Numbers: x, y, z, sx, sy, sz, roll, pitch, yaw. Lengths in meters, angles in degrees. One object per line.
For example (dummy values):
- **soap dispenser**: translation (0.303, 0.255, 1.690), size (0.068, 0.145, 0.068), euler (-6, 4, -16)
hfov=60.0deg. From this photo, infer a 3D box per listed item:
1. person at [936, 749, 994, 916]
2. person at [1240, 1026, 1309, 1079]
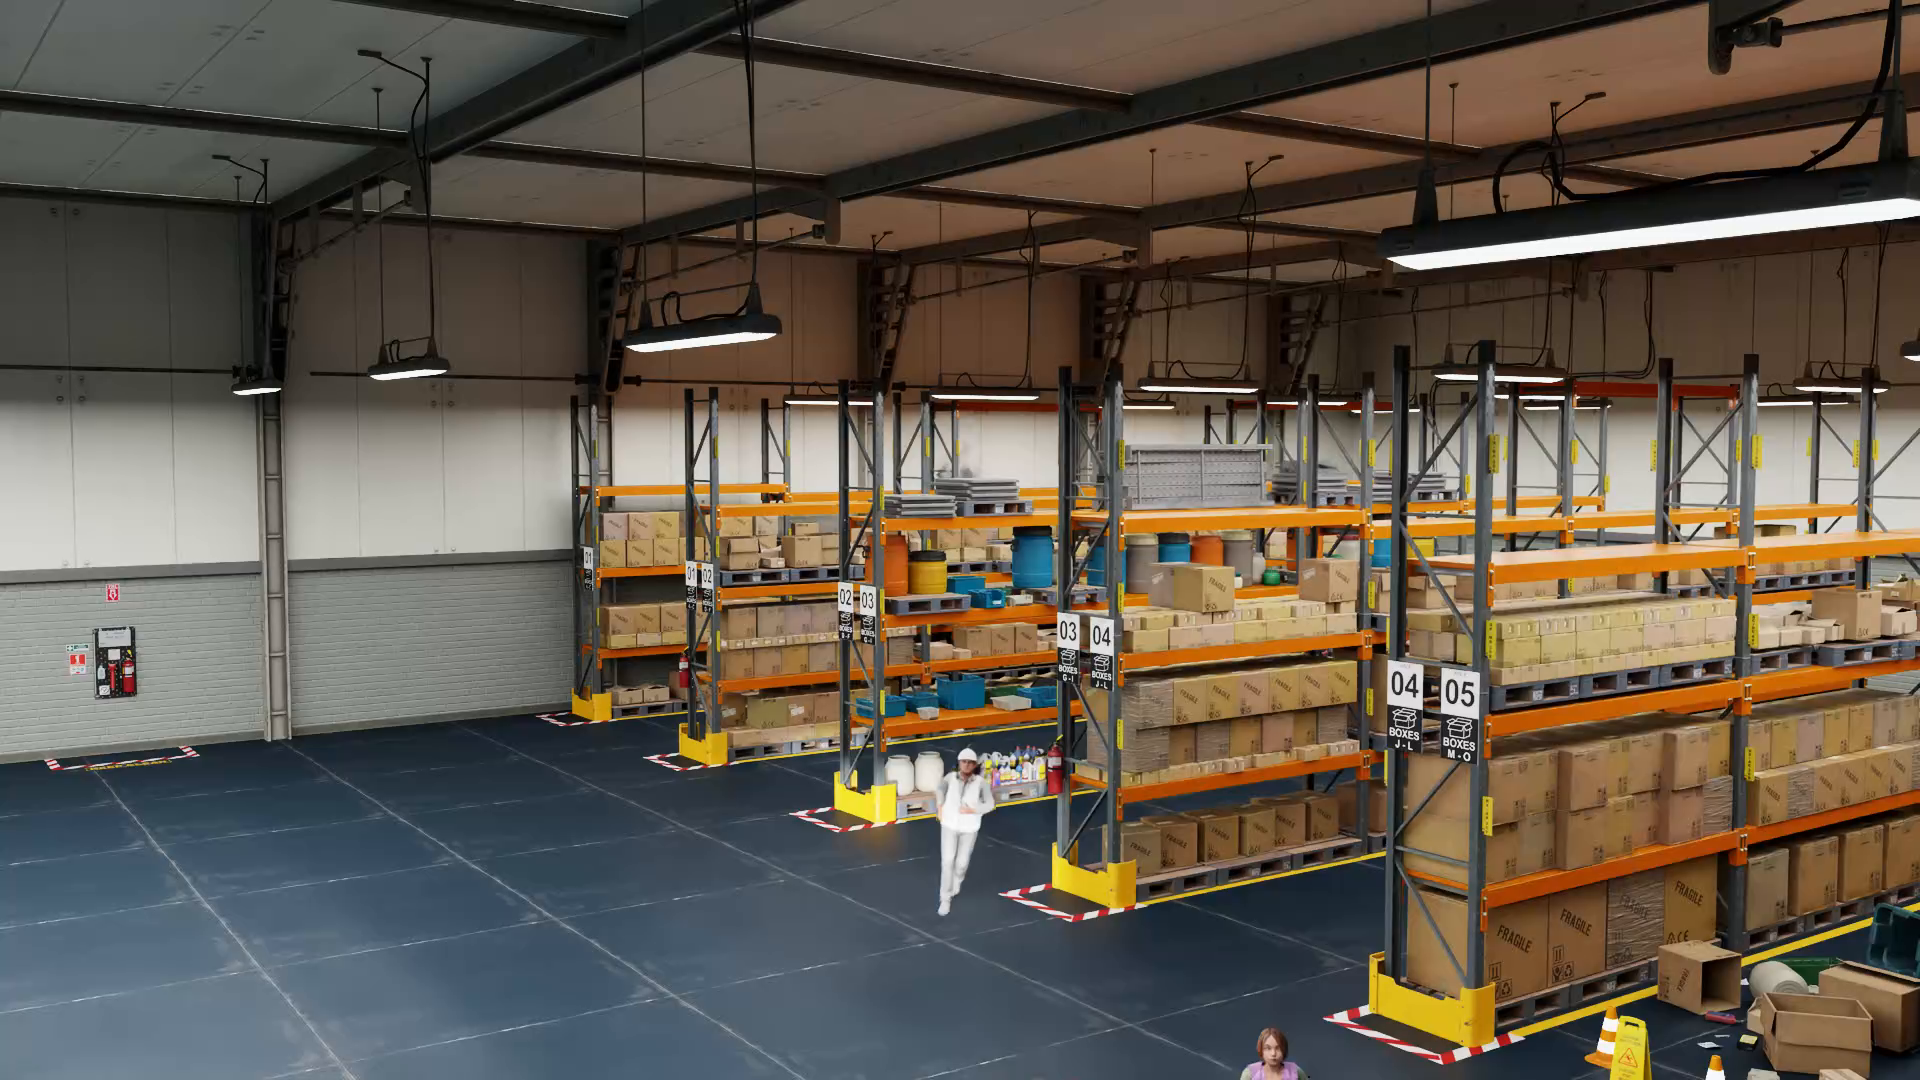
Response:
- **person**: translation (0.053, 3.186, 18.446), size (0.665, 1.771, 0.905), euler (0, 3, 5)
- **person**: translation (1.913, 3.757, 10.103), size (0.519, 1.582, 0.615), euler (1, 3, 11)
